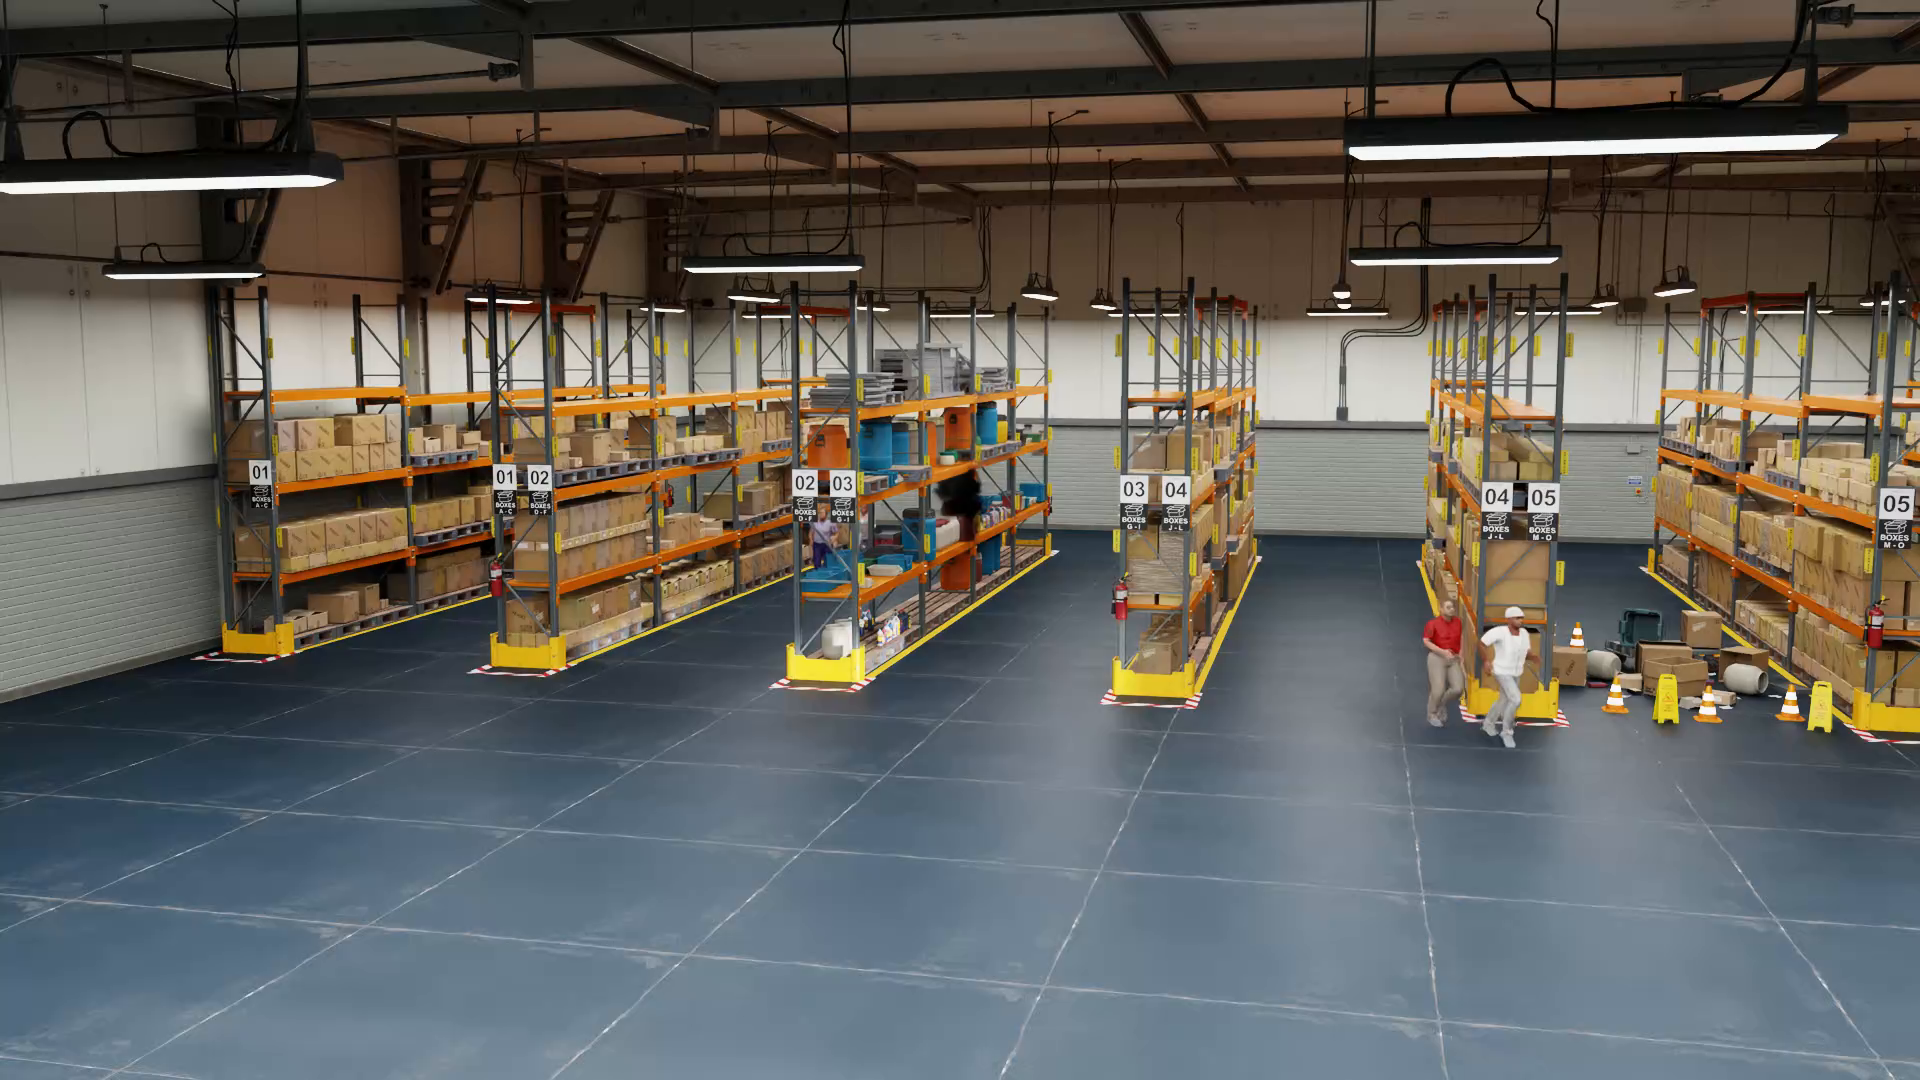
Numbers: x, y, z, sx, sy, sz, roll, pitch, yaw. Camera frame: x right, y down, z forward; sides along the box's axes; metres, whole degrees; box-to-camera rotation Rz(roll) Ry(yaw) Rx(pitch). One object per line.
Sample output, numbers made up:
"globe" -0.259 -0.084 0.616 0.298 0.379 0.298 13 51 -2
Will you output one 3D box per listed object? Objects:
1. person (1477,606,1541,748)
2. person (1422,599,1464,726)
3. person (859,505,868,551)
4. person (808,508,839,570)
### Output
"person" 6.971 1.728 21.131 0.623 1.807 0.842 -4 8 -31
"person" 6.488 1.635 22.110 0.703 1.700 0.606 -2 7 -18
"person" -2.120 -0.045 36.623 0.534 1.540 0.890 0 7 3
"person" -2.688 0.186 32.554 0.605 1.621 0.533 1 7 8
